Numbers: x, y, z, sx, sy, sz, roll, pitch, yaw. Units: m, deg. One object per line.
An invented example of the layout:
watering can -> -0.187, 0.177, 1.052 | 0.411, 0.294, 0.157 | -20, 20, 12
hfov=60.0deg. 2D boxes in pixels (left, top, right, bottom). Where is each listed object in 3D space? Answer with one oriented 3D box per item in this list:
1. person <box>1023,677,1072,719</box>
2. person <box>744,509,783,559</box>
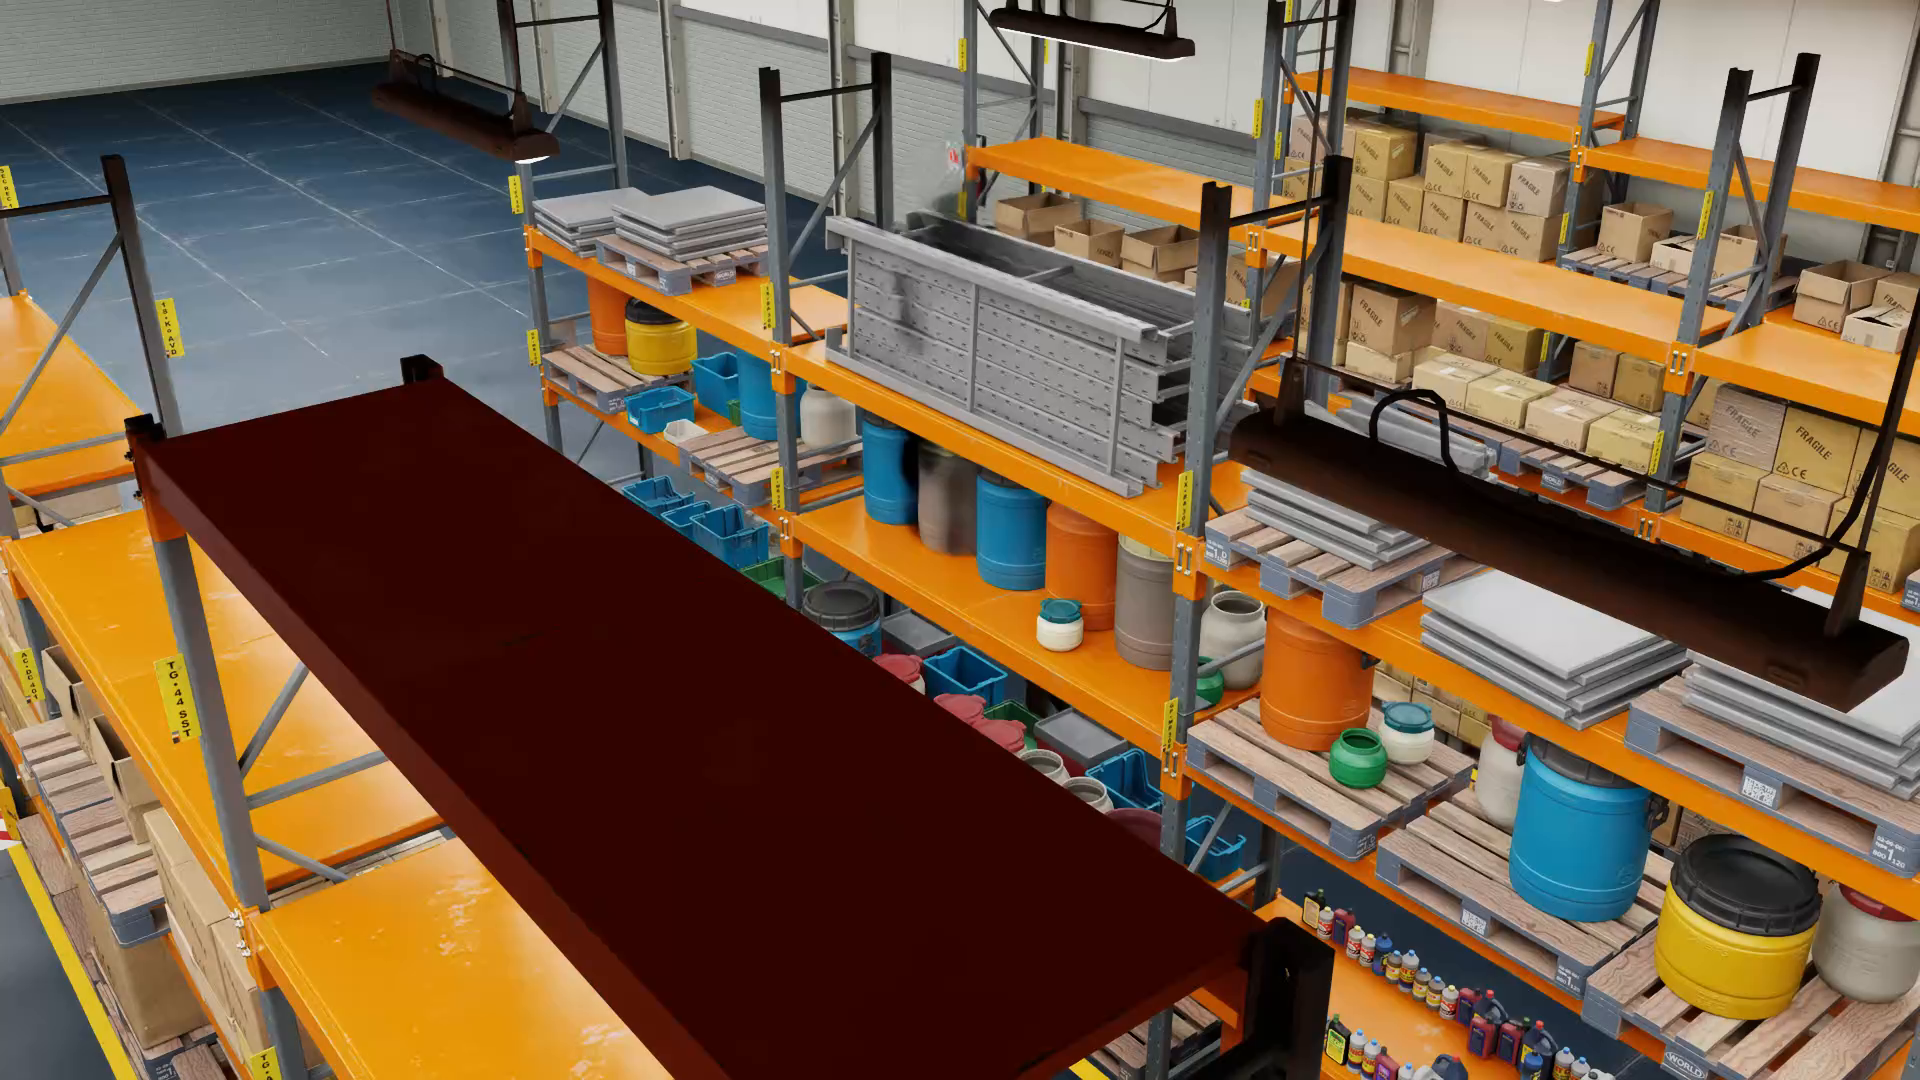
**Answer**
person -> 0.762, 0.957, 13.618 | 0.711, 1.777, 0.869 | -22, 33, -38
person -> -1.896, -0.247, 16.739 | 0.611, 1.732, 0.679 | 19, 31, 33
